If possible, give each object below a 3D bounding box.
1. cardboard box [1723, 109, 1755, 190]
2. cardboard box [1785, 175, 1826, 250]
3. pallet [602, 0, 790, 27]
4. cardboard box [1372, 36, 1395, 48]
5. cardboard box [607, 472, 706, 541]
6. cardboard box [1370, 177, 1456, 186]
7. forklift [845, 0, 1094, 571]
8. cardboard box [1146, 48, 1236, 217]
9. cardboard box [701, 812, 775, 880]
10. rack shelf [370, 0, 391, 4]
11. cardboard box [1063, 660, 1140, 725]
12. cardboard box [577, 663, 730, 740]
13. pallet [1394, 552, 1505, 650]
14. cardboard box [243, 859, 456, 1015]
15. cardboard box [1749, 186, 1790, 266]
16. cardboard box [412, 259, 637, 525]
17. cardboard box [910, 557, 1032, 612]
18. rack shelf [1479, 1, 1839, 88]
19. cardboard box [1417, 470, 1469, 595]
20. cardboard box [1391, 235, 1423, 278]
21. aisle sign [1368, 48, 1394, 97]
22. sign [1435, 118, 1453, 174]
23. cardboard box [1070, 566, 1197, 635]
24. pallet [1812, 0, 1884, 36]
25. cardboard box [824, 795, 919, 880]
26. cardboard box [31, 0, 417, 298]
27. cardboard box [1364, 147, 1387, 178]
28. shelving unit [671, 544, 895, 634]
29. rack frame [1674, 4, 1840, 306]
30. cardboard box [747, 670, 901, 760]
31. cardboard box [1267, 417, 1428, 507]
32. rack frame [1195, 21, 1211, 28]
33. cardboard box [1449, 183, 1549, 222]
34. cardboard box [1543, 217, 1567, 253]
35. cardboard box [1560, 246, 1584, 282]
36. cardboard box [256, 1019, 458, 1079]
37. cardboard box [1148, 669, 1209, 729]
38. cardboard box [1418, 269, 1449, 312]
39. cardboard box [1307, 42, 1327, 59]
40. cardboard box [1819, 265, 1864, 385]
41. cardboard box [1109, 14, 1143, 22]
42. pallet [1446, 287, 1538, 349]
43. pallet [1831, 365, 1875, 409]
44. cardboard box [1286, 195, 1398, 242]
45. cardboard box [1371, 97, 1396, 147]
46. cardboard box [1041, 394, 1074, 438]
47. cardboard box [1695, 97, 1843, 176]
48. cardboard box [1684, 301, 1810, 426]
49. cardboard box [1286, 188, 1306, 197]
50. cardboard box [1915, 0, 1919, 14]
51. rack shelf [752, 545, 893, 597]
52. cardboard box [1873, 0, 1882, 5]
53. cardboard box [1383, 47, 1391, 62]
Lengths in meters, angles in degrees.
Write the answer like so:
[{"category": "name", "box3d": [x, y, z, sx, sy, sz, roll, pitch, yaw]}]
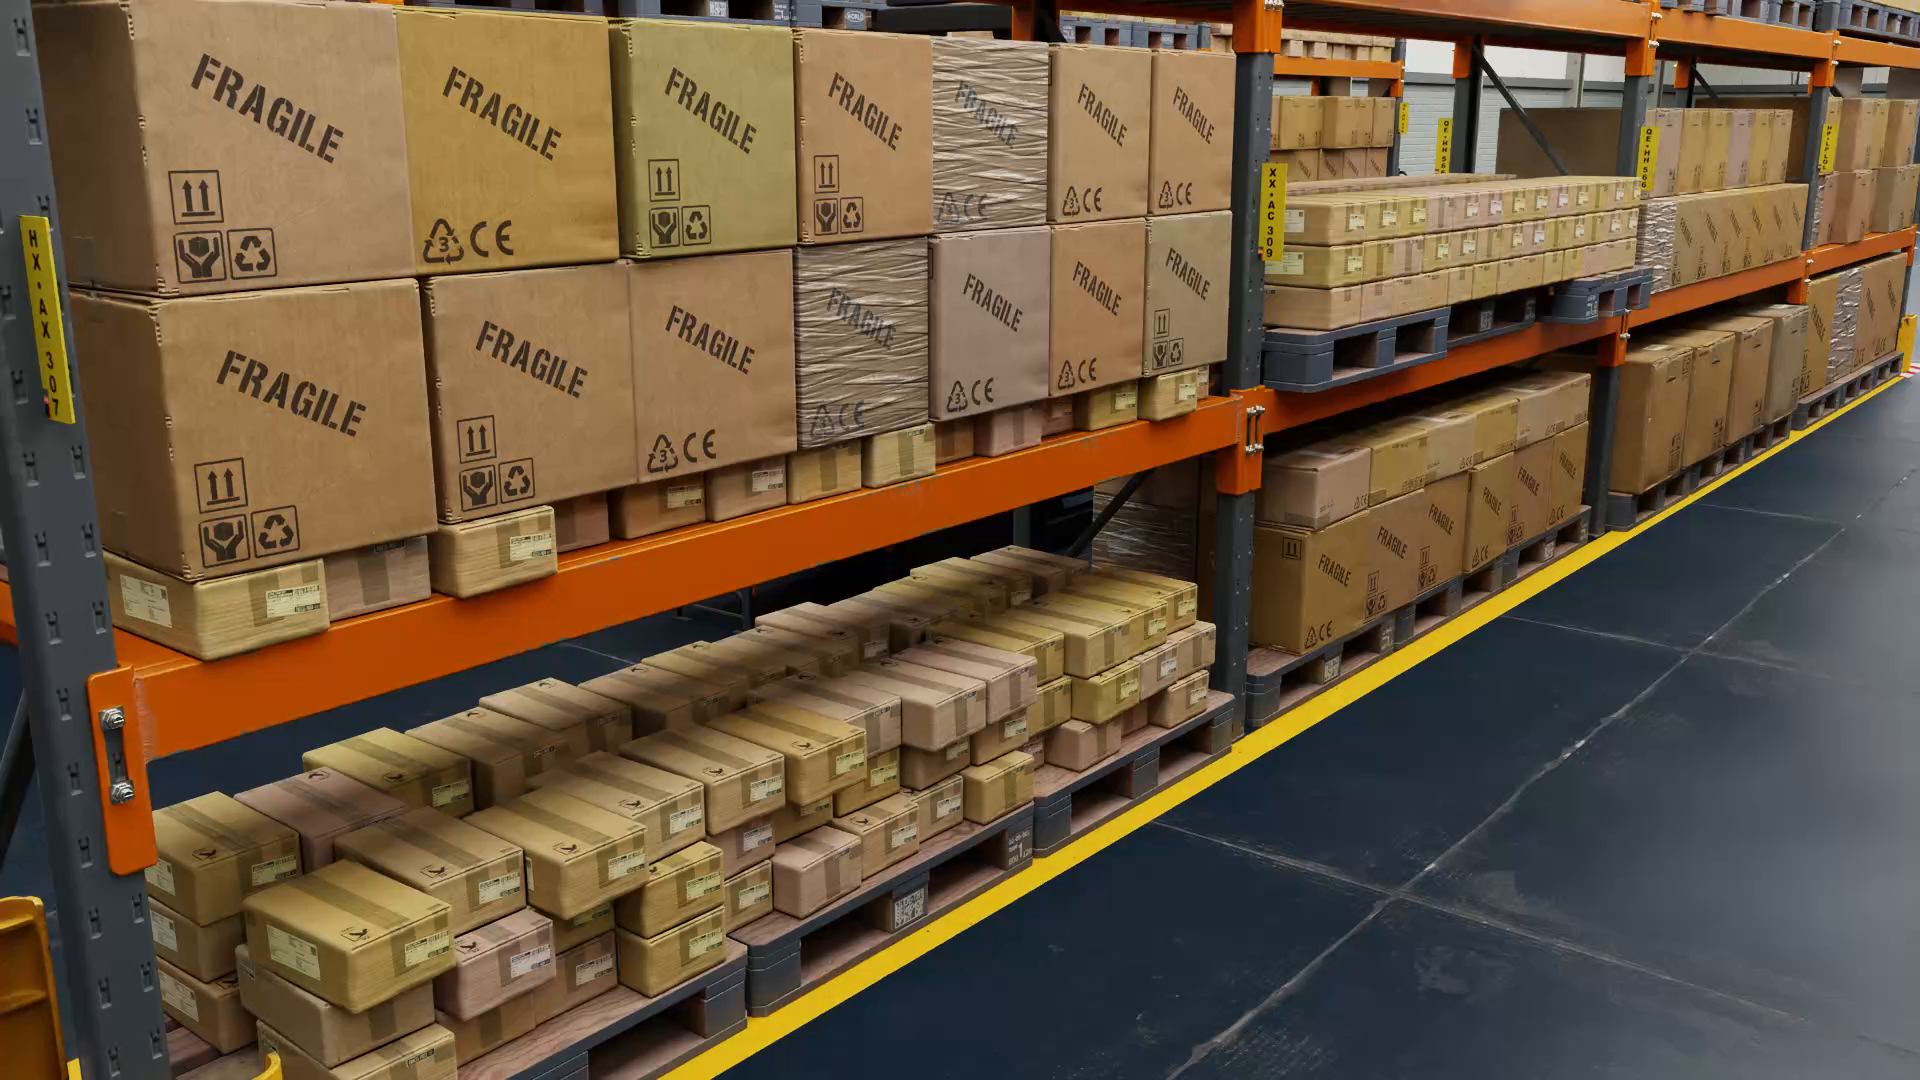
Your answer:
[{"category": "cardboard box", "box3d": [4.717, -2.554, 10.851, 0.700, 0.500, 0.500, 11, 18, 38]}, {"category": "cardboard box", "box3d": [5.886, -2.458, 12.401, 0.875, 0.550, 0.550, 11, 18, 38]}, {"category": "pallet", "box3d": [-1.828, -3.309, 10.349, 1.003, 0.211, 1.213, 12, 19, 40]}, {"category": "cardboard box", "box3d": [4.152, -5.211, 17.151, 0.500, 0.250, 0.500, 11, 18, 37]}, {"category": "cardboard box", "box3d": [-0.836, -0.121, 4.019, 0.380, 0.149, 0.250, 11, 18, 37]}, {"category": "cardboard box", "box3d": [2.217, -1.709, 8.208, 0.380, 0.149, 0.250, 10, 18, 35]}, {"category": "forklift", "box3d": [0.368, -1.546, 9.256, 1.130, 2.935, 3.031, 10, 17, 35]}, {"category": "cardboard box", "box3d": [0.551, -1.326, 5.412, 0.500, 0.500, 0.500, 10, 18, 36]}, {"category": "cardboard box", "box3d": [-0.710, 0.757, 4.384, 0.380, 0.149, 0.250, 10, 17, 35]}, {"category": "rack shelf", "box3d": [-4.535, -2.249, 7.254, 1.077, 0.370, 4.000, 11, 18, 38]}, {"category": "cardboard box", "box3d": [0.370, 0.471, 5.510, 0.380, 0.149, 0.250, 10, 18, 36]}, {"category": "cardboard box", "box3d": [-0.887, 0.493, 4.818, 0.380, 0.149, 0.250, 11, 18, 36]}, {"category": "pallet", "box3d": [1.890, 0.187, 7.958, 1.003, 0.211, 1.213, 11, 18, 38]}, {"category": "cardboard box", "box3d": [-1.285, 0.828, 3.502, 0.380, 0.149, 0.250, 10, 17, 35]}, {"category": "cardboard box", "box3d": [5.226, -2.123, 11.184, 0.500, 0.500, 0.500, 11, 18, 37]}, {"category": "cardboard box", "box3d": [-1.065, -0.357, 3.628, 0.500, 0.500, 0.500, 11, 18, 38]}, {"category": "cardboard box", "box3d": [0.039, 0.187, 6.024, 0.380, 0.149, 0.250, 12, 19, 40]}, {"category": "rack shelf", "box3d": [4.407, -3.035, 10.345, 1.077, 0.370, 4.000, 11, 18, 38]}, {"category": "cardboard box", "box3d": [1.956, -0.077, 7.557, 0.500, 0.500, 0.500, 12, 18, 38]}, {"category": "cardboard box", "box3d": [1.564, -1.110, 6.454, 0.380, 0.149, 0.250, 12, 18, 39]}, {"category": "aisle sign", "box3d": [4.529, -5.052, 17.638, 0.394, 0.787, 0.004, 11, 18, 38]}, {"category": "sign", "box3d": [2.716, -2.193, 9.311, 0.100, 0.325, 0.005, 11, 18, 38]}, {"category": "cardboard box", "box3d": [0.614, 0.218, 5.902, 0.380, 0.149, 0.250, 12, 18, 39]}, {"category": "pallet", "box3d": [6.186, -3.878, 12.386, 1.003, 0.211, 1.213, 11, 18, 38]}, {"category": "cardboard box", "box3d": [-0.338, 0.815, 4.761, 0.380, 0.149, 0.250, 11, 18, 38]}, {"category": "cardboard box", "box3d": [-1.390, -0.737, 3.092, 0.500, 0.500, 0.500, 11, 18, 37]}, {"category": "cardboard box", "box3d": [4.137, -3.871, 17.462, 0.500, 0.500, 0.500, 11, 18, 37]}, {"category": "shelving unit", "box3d": [-0.830, -0.254, 7.837, 0.538, 1.125, 1.048, 10, 17, 35]}, {"category": "rack frame", "box3d": [5.664, -2.313, 12.134, 1.000, 3.000, 0.127, 11, 18, 38]}, {"category": "cardboard box", "box3d": [-0.390, 0.510, 4.753, 0.380, 0.149, 0.250, 11, 18, 38]}, {"category": "cardboard box", "box3d": [1.638, -0.339, 7.066, 0.500, 0.250, 0.500, 12, 18, 39]}, {"category": "rack frame", "box3d": [1.750, -5.967, 14.334, 1.000, 3.000, 0.127, 11, 18, 38]}, {"category": "cardboard box", "box3d": [2.384, -1.505, 7.402, 0.380, 0.149, 0.250, 12, 19, 40]}, {"category": "cardboard box", "box3d": [2.548, -1.410, 7.634, 0.380, 0.149, 0.250, 11, 18, 37]}, {"category": "cardboard box", "box3d": [2.719, -1.319, 7.880, 0.380, 0.149, 0.250, 11, 18, 37]}, {"category": "cardboard box", "box3d": [-1.300, 1.113, 3.587, 0.380, 0.149, 0.250, 12, 18, 39]}, {"category": "cardboard box", "box3d": [0.654, 0.526, 5.899, 0.380, 0.149, 0.250, 12, 18, 38]}, {"category": "cardboard box", "box3d": [1.729, -1.016, 6.686, 0.380, 0.149, 0.250, 11, 18, 38]}, {"category": "cardboard box", "box3d": [3.327, -4.745, 16.126, 0.380, 0.149, 0.250, 11, 18, 37]}, {"category": "cardboard box", "box3d": [6.677, -1.769, 13.457, 0.875, 0.875, 0.875, 11, 18, 38]}, {"category": "cardboard box", "box3d": [1.174, -4.413, 13.763, 0.500, 0.250, 0.500, 12, 18, 38]}, {"category": "pallet", "box3d": [1.937, -1.068, 7.625, 1.003, 0.211, 1.213, 11, 18, 38]}, {"category": "pallet", "box3d": [6.969, -1.329, 13.926, 1.003, 0.211, 1.213, 11, 18, 38]}, {"category": "cardboard box", "box3d": [1.411, -1.209, 6.240, 0.380, 0.149, 0.250, 12, 18, 39]}, {"category": "cardboard box", "box3d": [4.113, -4.371, 17.398, 0.700, 0.500, 0.500, 11, 18, 36]}, {"category": "cardboard box", "box3d": [0.131, -0.421, 5.198, 0.380, 0.149, 0.250, 11, 18, 36]}, {"category": "cardboard box", "box3d": [5.922, -2.974, 12.240, 0.875, 0.550, 0.550, 11, 18, 38]}, {"category": "cardboard box", "box3d": [5.344, -1.293, 11.836, 1.050, 0.750, 0.750, 11, 18, 37]}, {"category": "cardboard box", "box3d": [1.233, -1.409, 7.025, 0.380, 0.149, 0.250, 11, 18, 37]}, {"category": "cardboard box", "box3d": [7.592, -4.351, 13.522, 0.380, 0.149, 0.250, 11, 18, 37]}, {"category": "rack shelf", "box3d": [-0.830, -0.017, 7.897, 0.538, 0.278, 1.000, 10, 17, 35]}, {"category": "cardboard box", "box3d": [6.634, -4.059, 12.371, 0.380, 0.149, 0.250, 11, 18, 37]}, {"category": "cardboard box", "box3d": [4.257, -5.046, 17.311, 0.380, 0.149, 0.250, 11, 18, 38]}]
